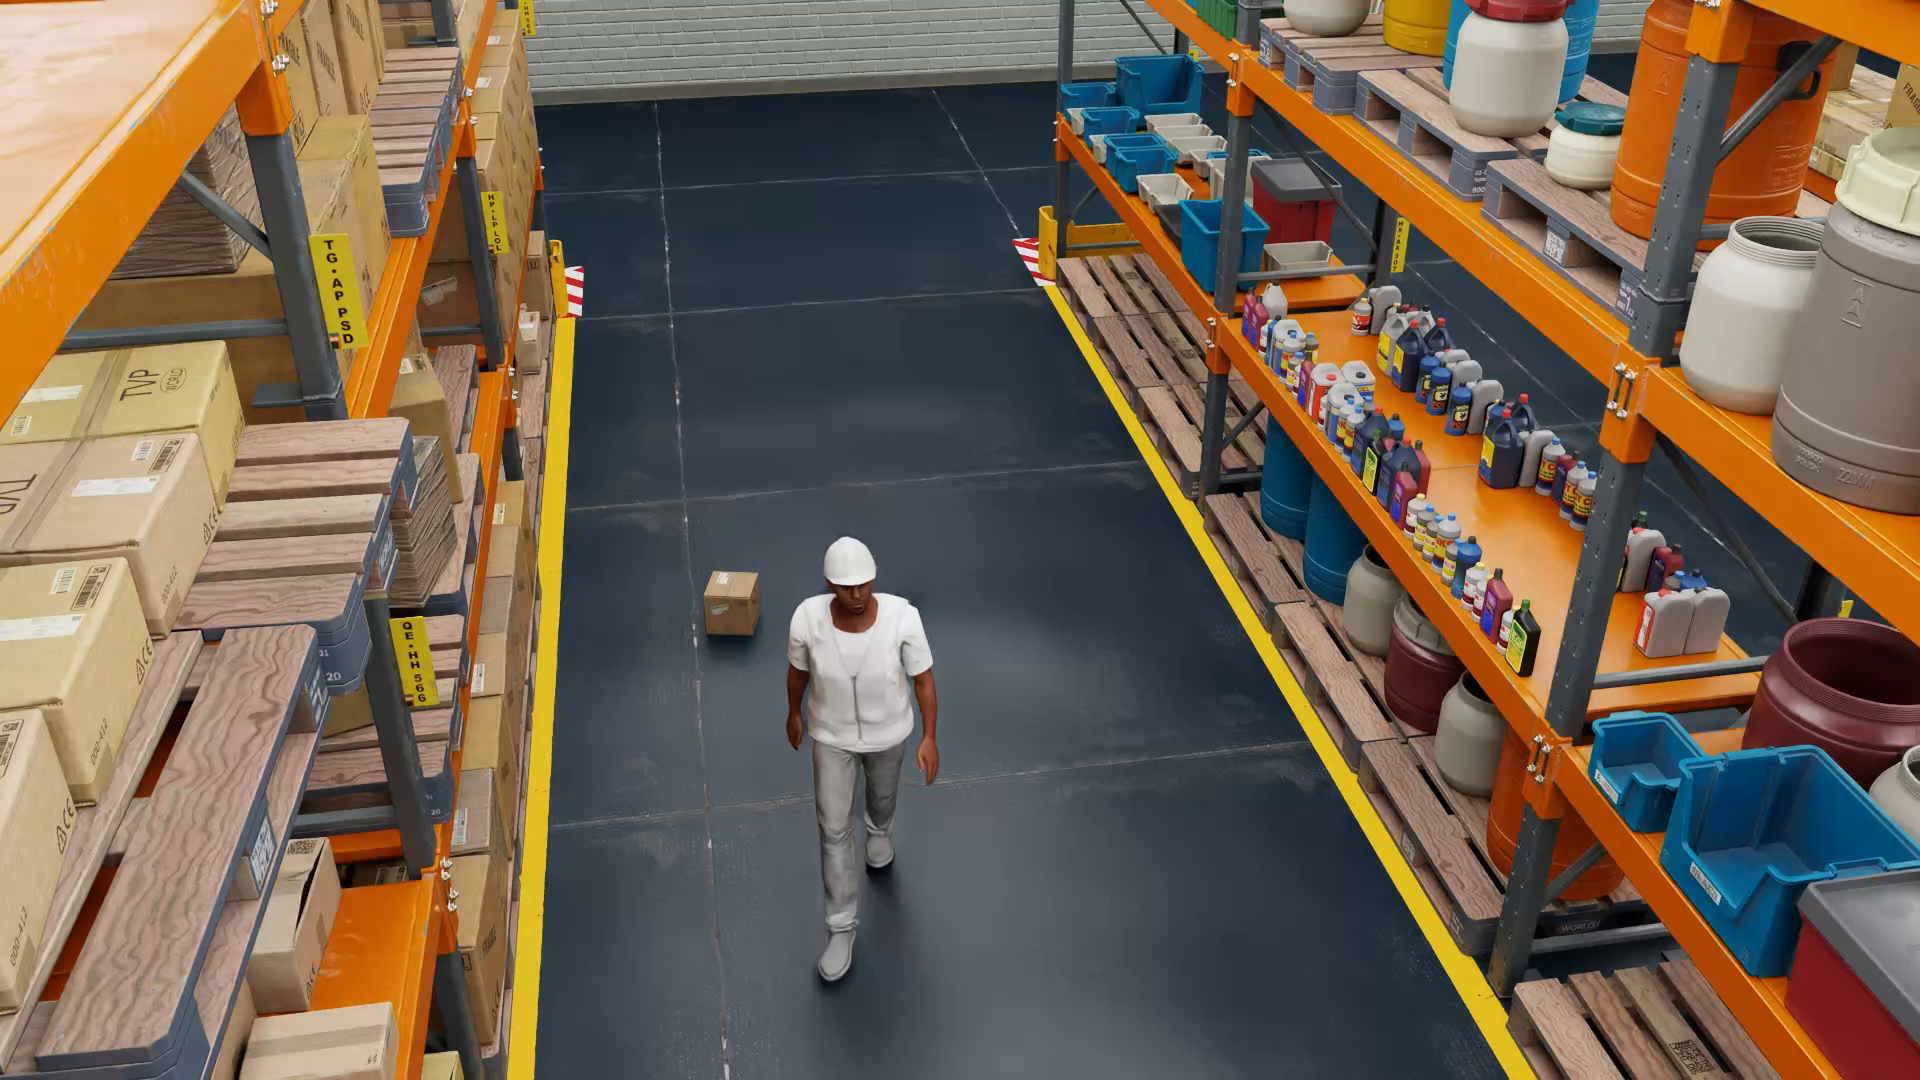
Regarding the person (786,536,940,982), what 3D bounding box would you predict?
[{"bbox_3d":[-0.398,0.805,6.707,0.624,1.715,0.973,-2,31,-4],"label":"person"}]
